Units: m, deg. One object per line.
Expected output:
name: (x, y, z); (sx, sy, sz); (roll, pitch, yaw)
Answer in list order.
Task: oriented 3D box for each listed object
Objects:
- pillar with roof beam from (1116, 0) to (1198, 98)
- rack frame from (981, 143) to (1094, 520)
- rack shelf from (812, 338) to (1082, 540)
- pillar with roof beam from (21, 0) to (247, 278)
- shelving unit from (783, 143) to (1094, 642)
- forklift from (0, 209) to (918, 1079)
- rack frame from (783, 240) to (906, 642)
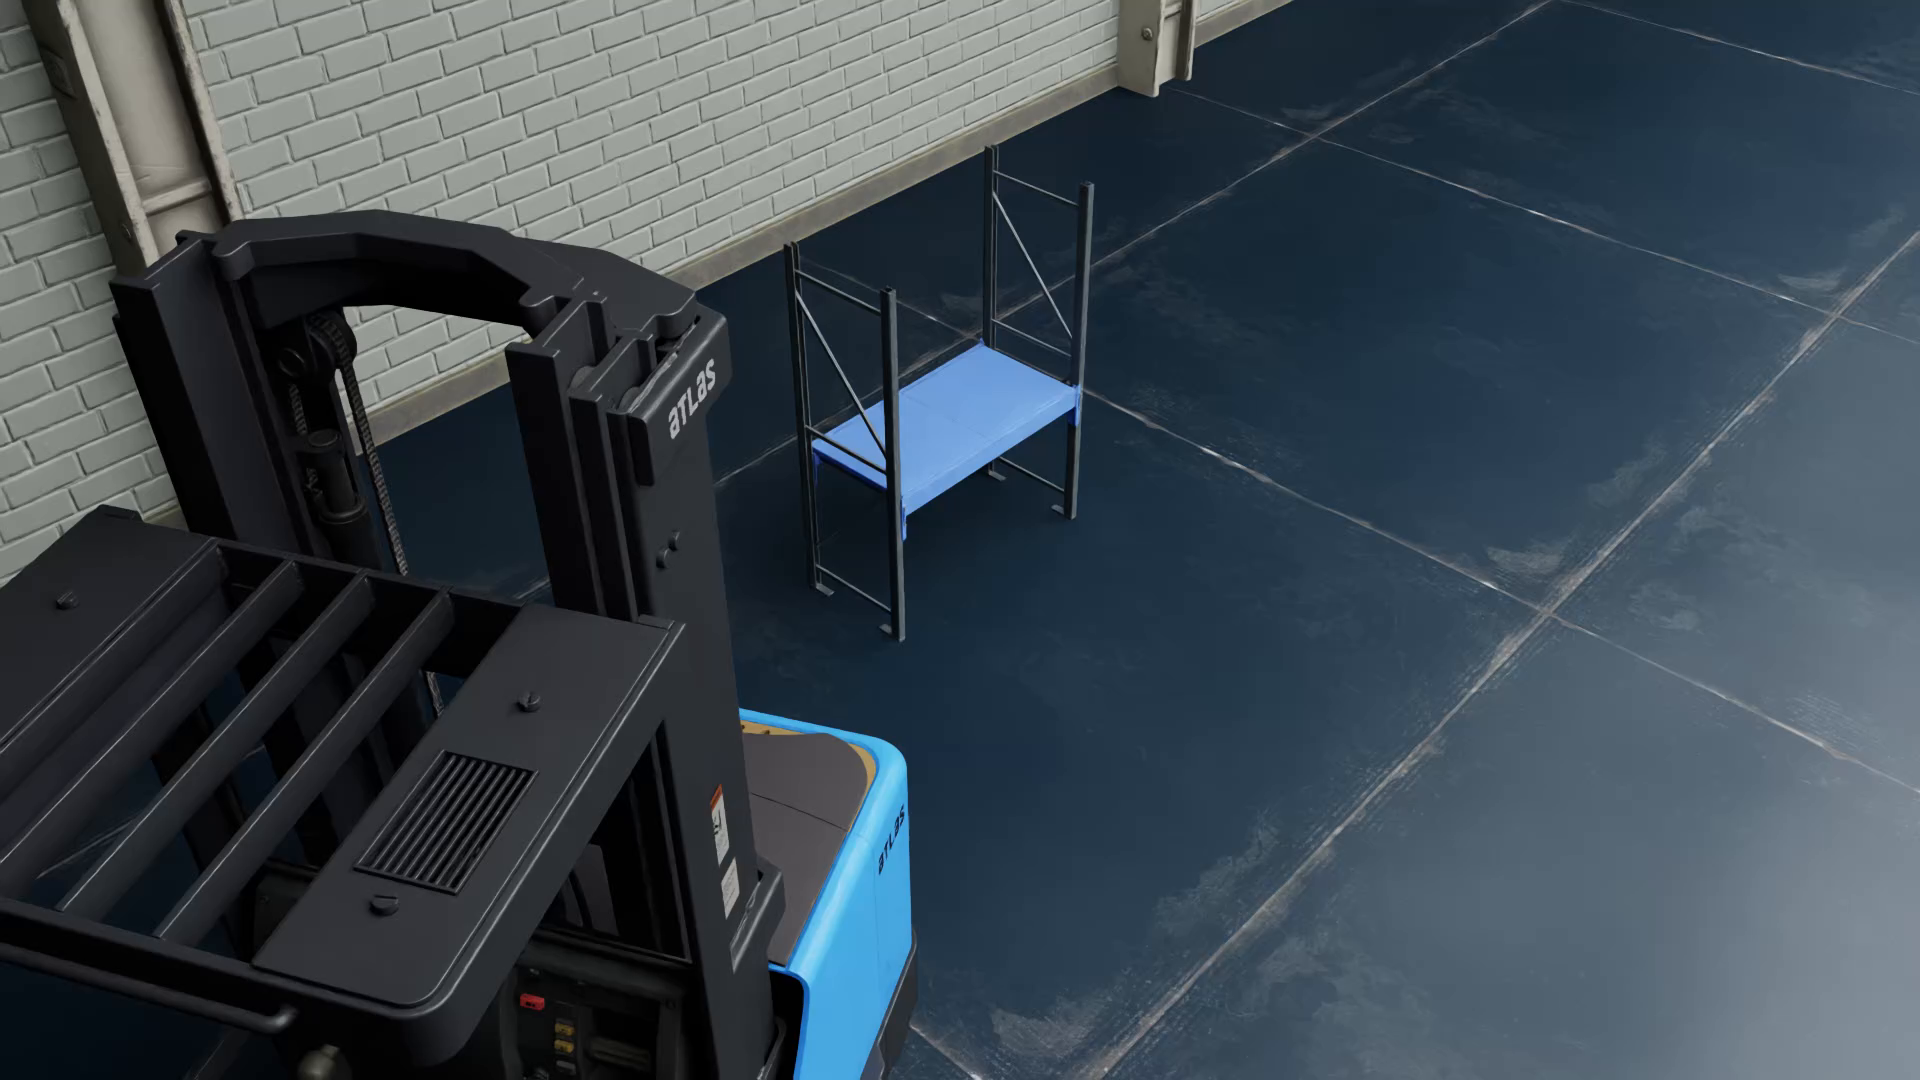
pillar with roof beam: (4.377, -4.567, 5.263); (9.100, 9.000, 0.400); (30, 47, 32)
rack frame: (0.285, -0.781, 6.528); (0.500, 1.500, 0.032); (30, 47, 32)
rack shelf: (-0.058, -0.407, 6.346); (0.538, 0.185, 1.000); (30, 47, 32)
pillar with roof beam: (0.329, -1.811, 1.797); (9.100, 9.000, 0.400); (30, 47, 32)
shelving unit: (-0.058, -0.548, 6.234); (0.538, 1.500, 1.048); (30, 47, 32)
forklift: (-1.032, 1.019, 3.113); (1.130, 2.935, 3.031); (10, 40, 13)
rack frame: (-0.400, -0.314, 5.940); (0.500, 1.500, 0.032); (30, 47, 32)
